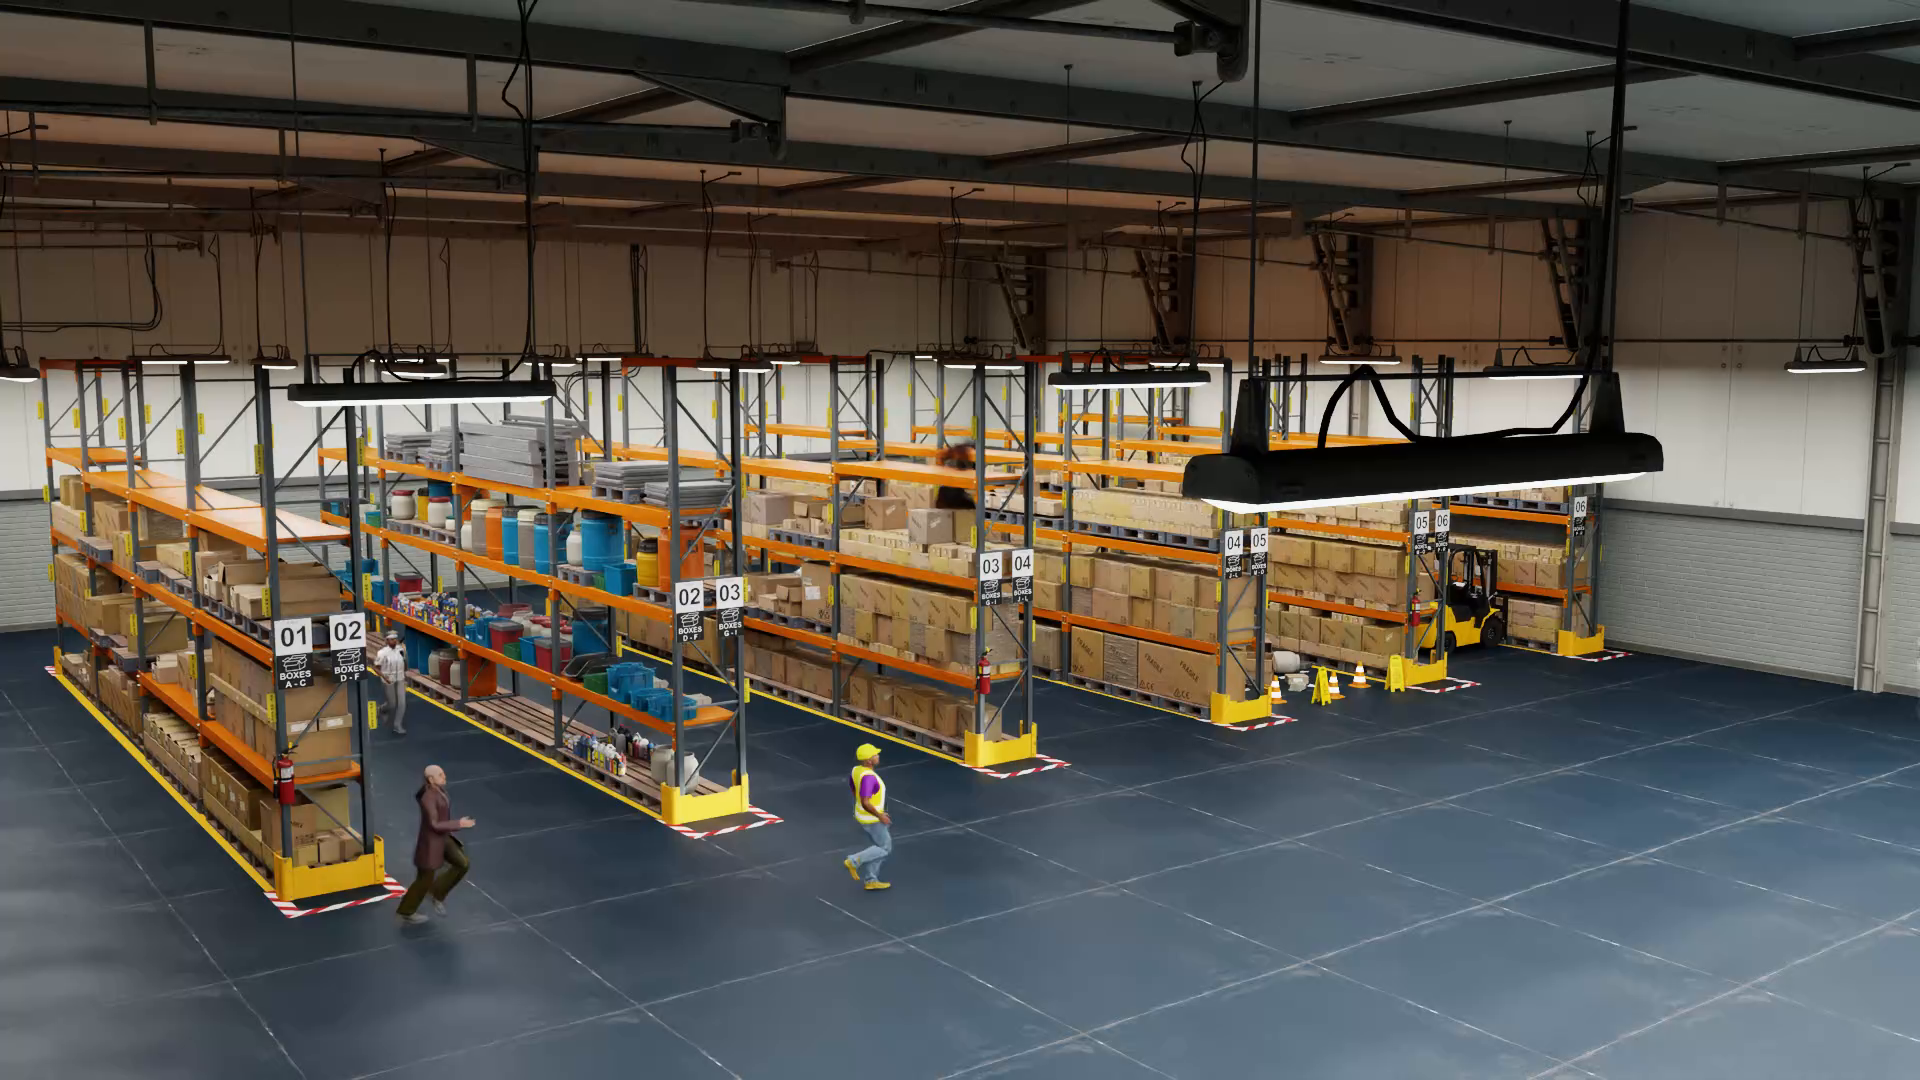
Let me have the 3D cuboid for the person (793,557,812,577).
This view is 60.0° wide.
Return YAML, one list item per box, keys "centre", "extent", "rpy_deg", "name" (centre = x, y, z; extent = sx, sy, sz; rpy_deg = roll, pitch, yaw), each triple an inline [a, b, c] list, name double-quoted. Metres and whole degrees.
- centre: [-3.305, 1.166, 35.848]
  extent: [0.600, 1.699, 0.926]
  rpy_deg: [-5, 8, -35]
  name: "person"

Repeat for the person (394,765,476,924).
- centre: [-5.700, 3.284, 18.090]
  extent: [0.899, 1.738, 0.730]
  rpy_deg: [0, 7, -2]
  name: "person"

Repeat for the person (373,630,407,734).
- centre: [-9.191, 2.273, 26.935]
  extent: [0.727, 1.663, 0.593]
  rpy_deg: [7, 10, 44]
  name: "person"

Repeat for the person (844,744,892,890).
- centre: [-1.080, 3.191, 19.138]
  extent: [0.589, 1.719, 0.702]
  rpy_deg: [-2, 7, -18]
  name: "person"
